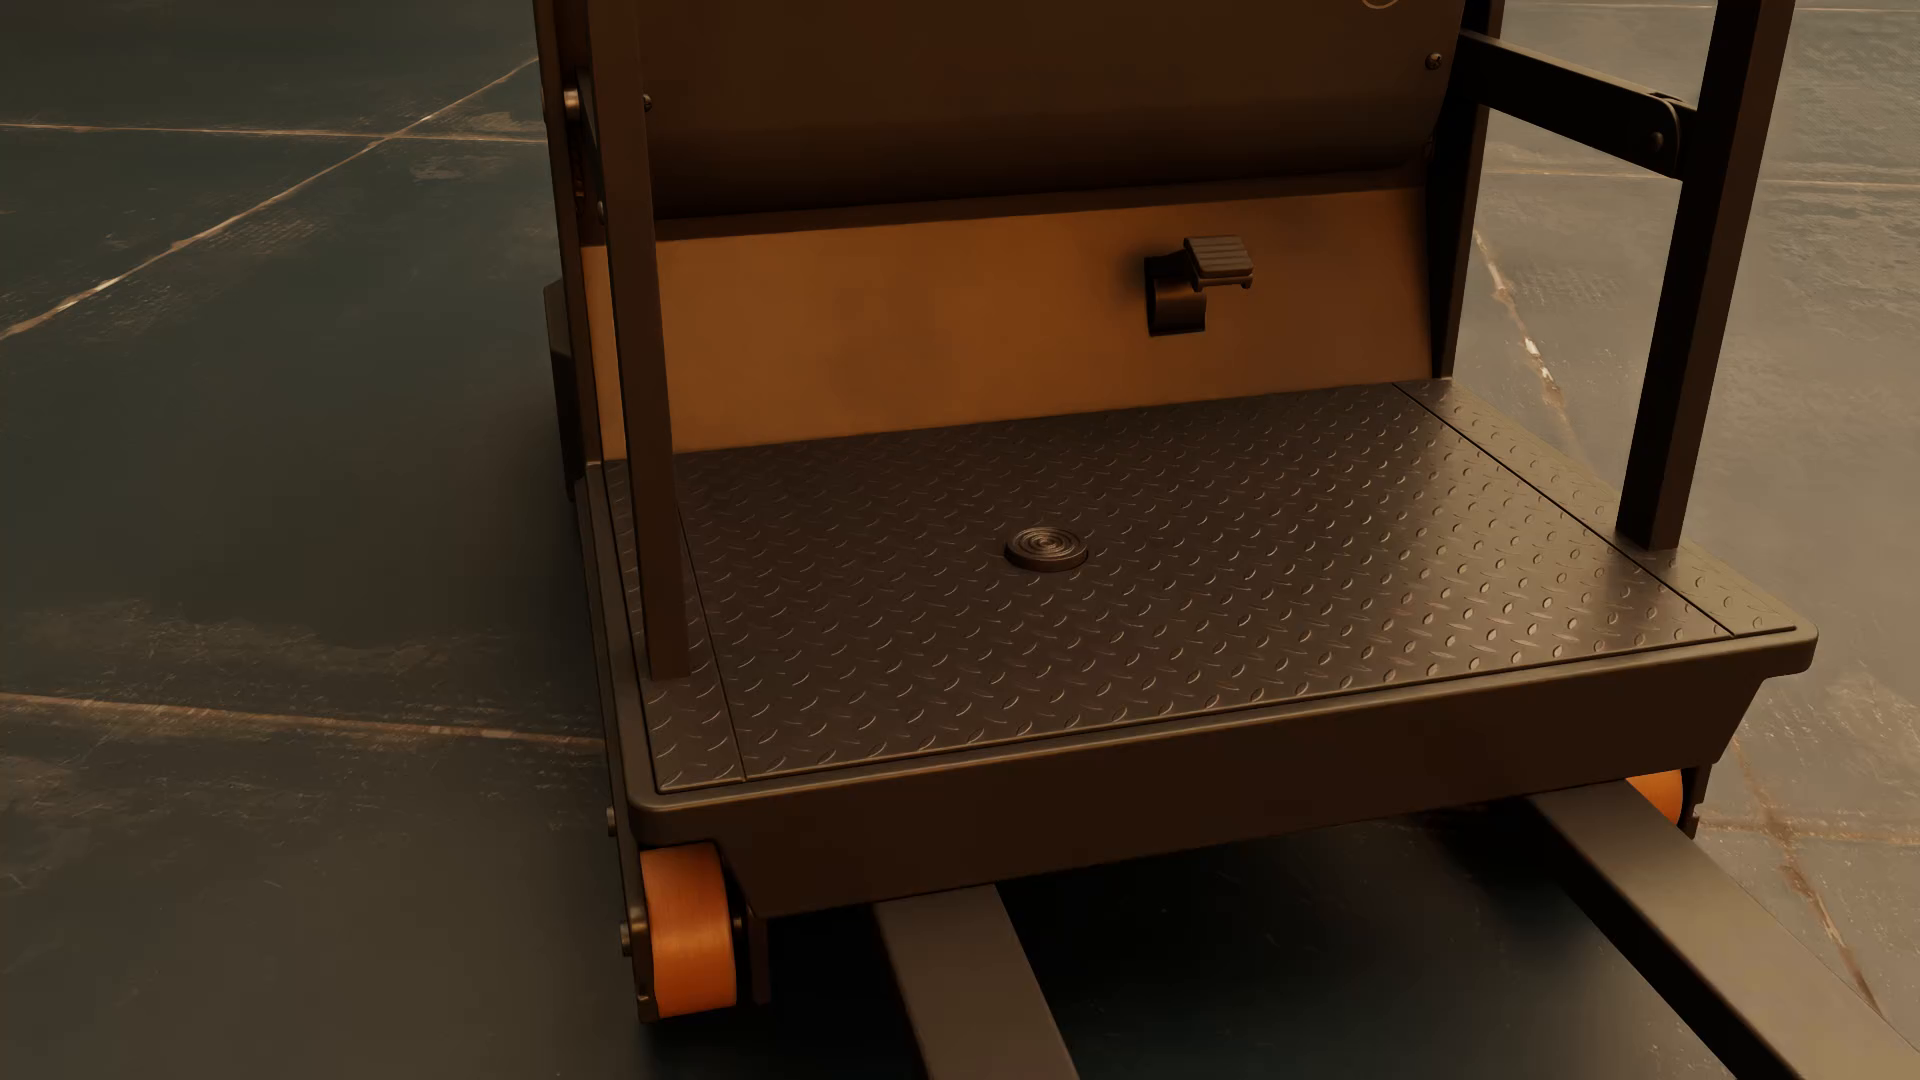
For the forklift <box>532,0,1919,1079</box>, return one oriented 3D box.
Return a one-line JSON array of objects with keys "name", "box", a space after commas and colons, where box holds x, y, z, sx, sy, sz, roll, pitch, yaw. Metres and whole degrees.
[{"name": "forklift", "box": [0.153, -1.049, 1.319, 1.130, 2.935, 3.031, -7, 27, -13]}]
